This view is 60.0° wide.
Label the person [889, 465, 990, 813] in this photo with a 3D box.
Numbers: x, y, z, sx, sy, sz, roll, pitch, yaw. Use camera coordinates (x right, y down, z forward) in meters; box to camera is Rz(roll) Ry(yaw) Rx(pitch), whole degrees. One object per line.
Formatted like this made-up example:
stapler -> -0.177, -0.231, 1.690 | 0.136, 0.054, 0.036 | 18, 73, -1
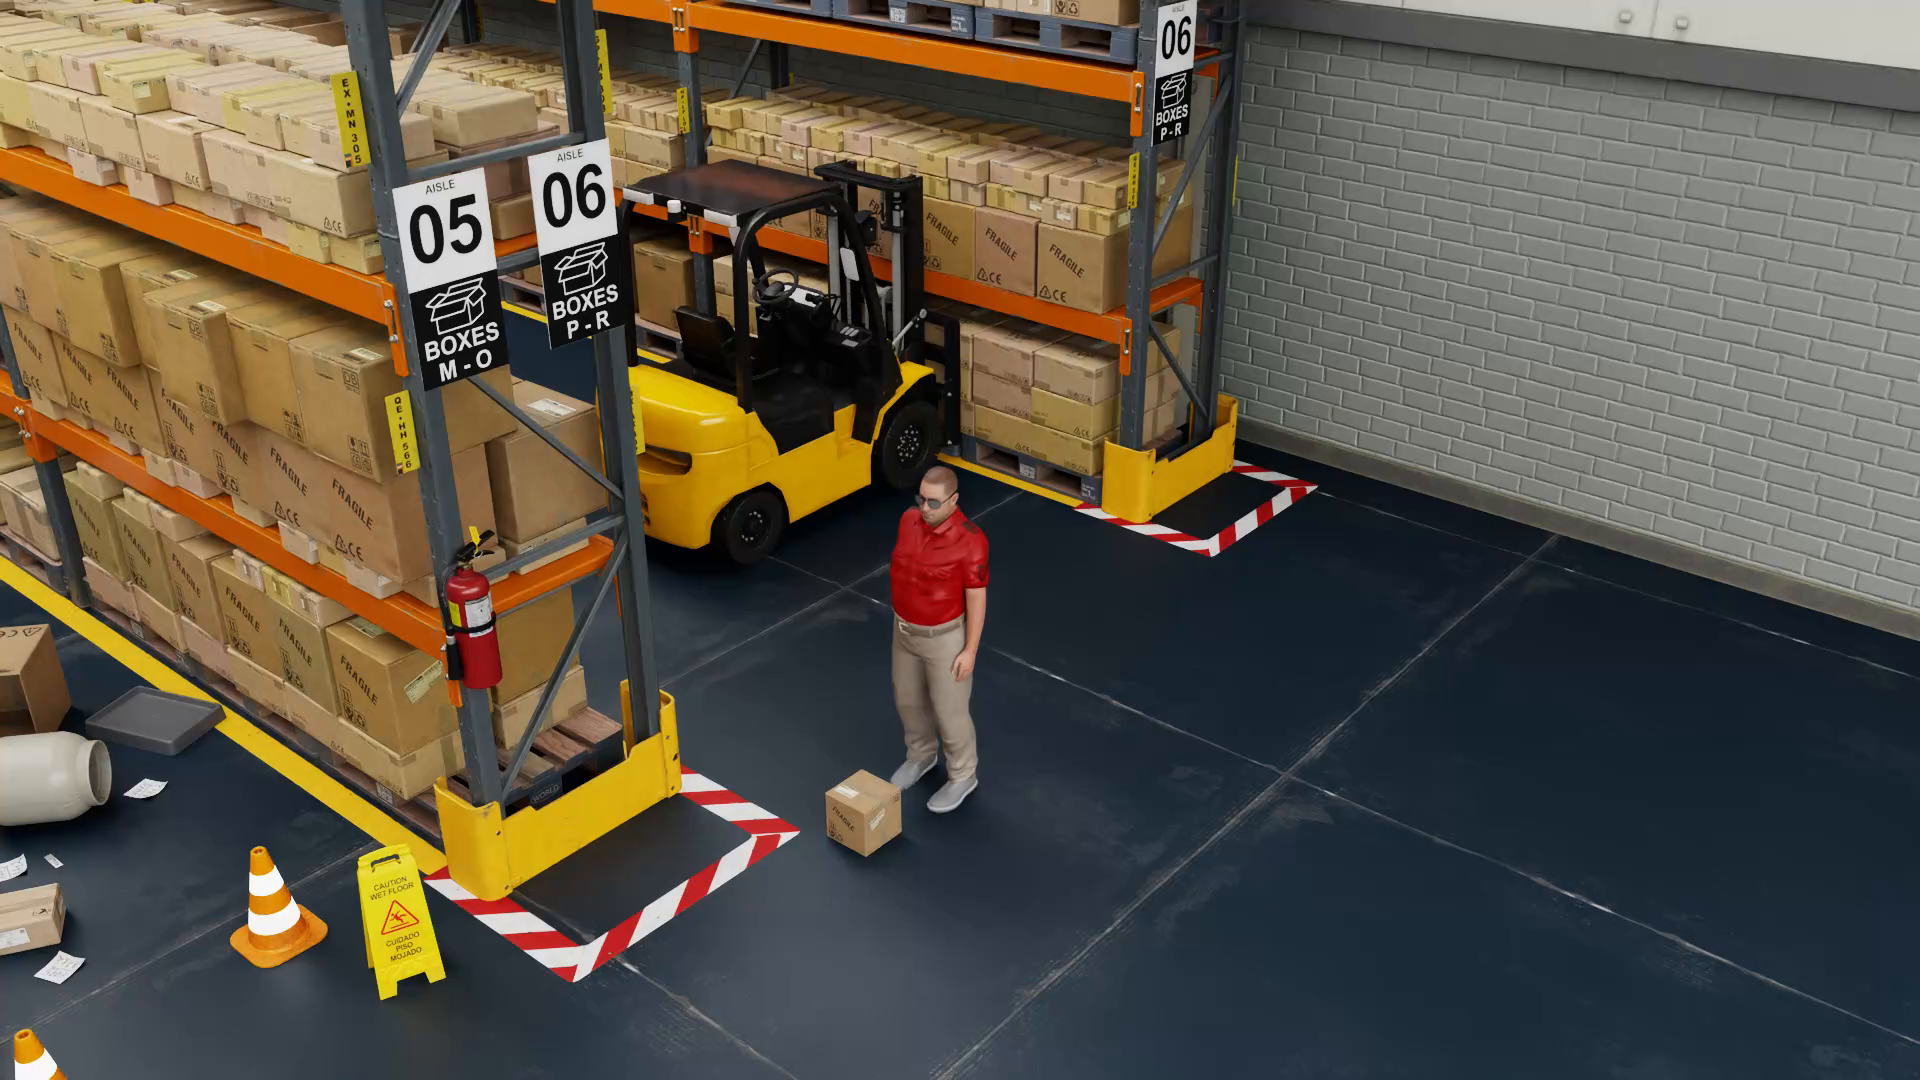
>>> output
person -> -0.121, 0.464, 7.762 | 0.528, 1.740, 0.360 | 22, 34, 36
